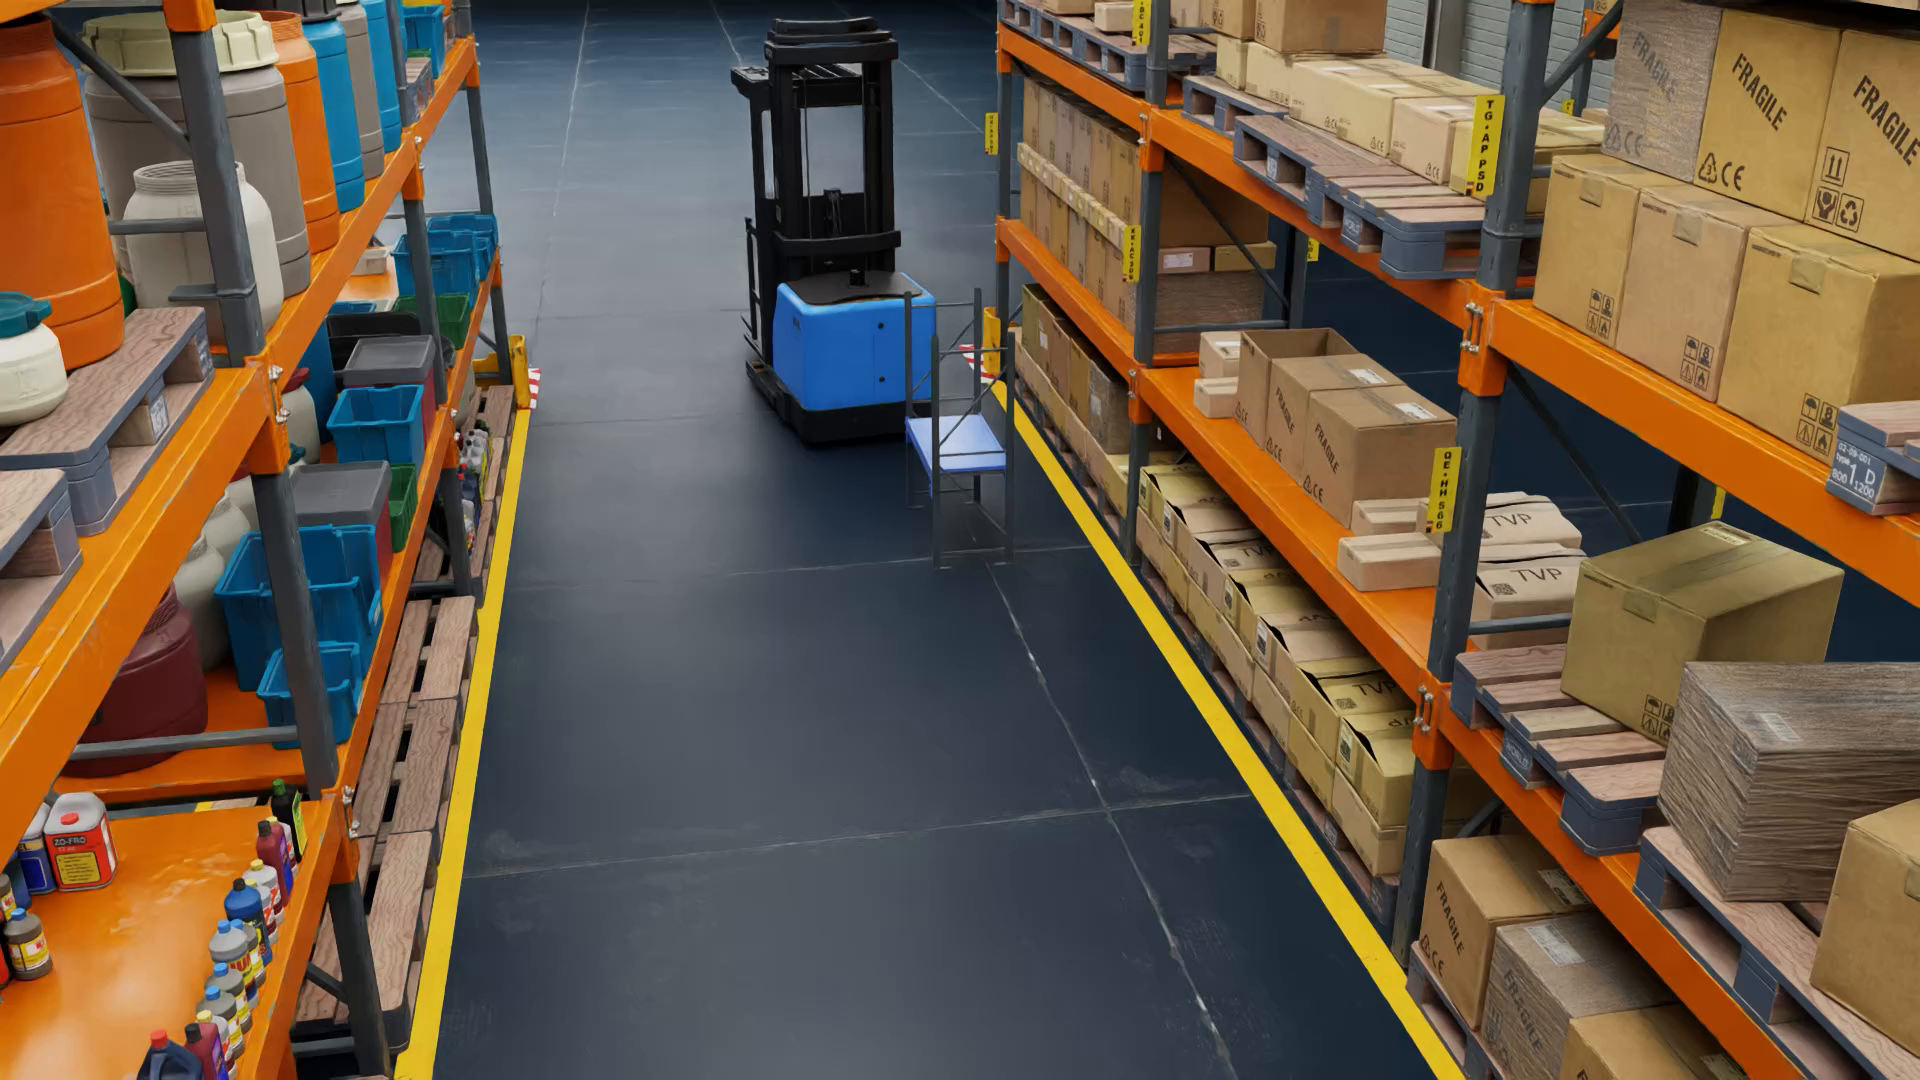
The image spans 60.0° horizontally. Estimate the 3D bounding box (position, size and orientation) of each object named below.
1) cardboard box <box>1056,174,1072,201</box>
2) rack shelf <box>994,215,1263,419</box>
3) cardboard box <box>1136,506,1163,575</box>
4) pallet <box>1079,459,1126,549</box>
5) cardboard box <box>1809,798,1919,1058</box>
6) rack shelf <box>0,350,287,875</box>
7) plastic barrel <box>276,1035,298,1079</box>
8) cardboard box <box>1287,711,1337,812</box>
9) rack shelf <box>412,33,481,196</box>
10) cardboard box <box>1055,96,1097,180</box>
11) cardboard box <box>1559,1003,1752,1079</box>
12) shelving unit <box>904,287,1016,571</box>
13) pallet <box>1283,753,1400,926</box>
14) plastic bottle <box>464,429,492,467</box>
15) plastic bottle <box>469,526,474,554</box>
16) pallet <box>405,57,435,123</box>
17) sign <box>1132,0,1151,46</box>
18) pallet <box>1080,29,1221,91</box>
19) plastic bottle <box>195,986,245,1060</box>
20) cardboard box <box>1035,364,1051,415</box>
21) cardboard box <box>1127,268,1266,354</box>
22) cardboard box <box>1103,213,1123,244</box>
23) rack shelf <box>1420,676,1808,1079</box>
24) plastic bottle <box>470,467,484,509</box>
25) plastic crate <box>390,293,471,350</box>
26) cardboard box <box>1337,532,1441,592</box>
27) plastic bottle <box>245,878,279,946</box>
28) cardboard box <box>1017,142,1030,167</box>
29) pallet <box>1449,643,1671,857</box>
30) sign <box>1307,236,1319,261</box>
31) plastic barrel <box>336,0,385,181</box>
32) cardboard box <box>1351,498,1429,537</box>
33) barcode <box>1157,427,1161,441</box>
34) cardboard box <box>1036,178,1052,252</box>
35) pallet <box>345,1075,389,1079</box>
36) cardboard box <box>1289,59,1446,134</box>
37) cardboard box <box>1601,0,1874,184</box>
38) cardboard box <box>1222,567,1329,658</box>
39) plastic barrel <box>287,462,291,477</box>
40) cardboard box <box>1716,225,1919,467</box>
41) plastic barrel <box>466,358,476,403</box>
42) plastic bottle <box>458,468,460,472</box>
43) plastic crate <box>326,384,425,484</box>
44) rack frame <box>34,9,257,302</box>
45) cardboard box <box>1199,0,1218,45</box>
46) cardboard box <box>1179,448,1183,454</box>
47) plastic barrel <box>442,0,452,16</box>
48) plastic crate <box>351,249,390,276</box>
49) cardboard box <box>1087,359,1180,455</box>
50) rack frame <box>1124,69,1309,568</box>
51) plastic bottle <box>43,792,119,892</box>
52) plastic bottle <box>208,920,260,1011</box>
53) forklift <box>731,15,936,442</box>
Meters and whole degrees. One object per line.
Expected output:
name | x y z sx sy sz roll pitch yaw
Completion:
cardboard box | 0.899 -2.502 11.796 0.380 0.149 0.250 -5 24 -10
rack shelf | 1.168 -1.719 11.838 1.077 0.370 4.000 -4 24 -10
cardboard box | 1.369 -0.018 9.953 0.500 0.250 0.500 -5 24 -11
pallet | 1.432 -0.300 11.174 1.003 0.211 1.213 -4 24 -10
cardboard box | 2.630 0.956 4.164 0.700 0.500 0.500 -11 26 -23
rack shelf | -2.221 0.418 3.196 1.077 0.370 4.000 -4 24 -10
plastic barrel | -2.484 1.669 5.367 0.600 0.830 0.708 -4 24 -10
cardboard box | 1.842 0.987 7.652 0.500 0.250 0.500 -5 24 -10
rack shelf | -3.700 -2.729 10.401 1.077 0.370 4.000 -4 24 -10
cardboard box | 1.078 -2.866 11.818 0.700 0.500 0.500 -4 24 -10
cardboard box | 2.271 1.858 5.321 0.500 0.500 0.500 -5 24 -10
shelving unit | -0.016 -0.721 10.527 0.538 1.500 1.048 -4 24 -10
pallet | 2.164 1.262 7.596 1.003 0.211 1.213 -4 24 -10
plastic bottle | -3.280 -0.633 11.305 0.152 0.276 0.135 -4 24 -9
plastic bottle | -2.978 -0.014 9.981 0.097 0.201 0.097 0 24 0
pallet | -3.560 -2.462 9.127 1.213 0.211 1.003 -4 24 -10
sign | 0.993 -2.868 9.077 0.100 0.325 0.005 -4 24 -10
pallet | 1.355 -2.930 10.074 1.003 0.211 1.213 -4 24 -10
plastic bottle | -1.943 1.262 4.361 0.097 0.201 0.097 0 24 0
cardboard box | 0.867 -1.147 12.540 0.500 0.250 0.500 -4 24 -10
cardboard box | 1.450 -1.482 10.271 0.700 0.500 0.500 -5 24 -11
cardboard box | 1.133 -2.000 10.646 0.380 0.149 0.250 -4 24 -10
rack shelf | 2.647 1.427 4.633 1.077 0.370 4.000 -4 24 -10
plastic bottle | -3.097 -0.344 10.635 0.061 0.283 0.133 -3 24 -7
plastic crate | -3.304 -1.355 10.369 0.450 0.188 0.662 -4 24 -10
cardboard box | 1.840 0.093 7.103 0.380 0.149 0.250 -4 24 -10
plastic bottle | -2.033 1.071 4.799 0.097 0.201 0.097 0 24 0
cardboard box | 0.659 -3.008 12.955 0.380 0.149 0.250 -4 24 -10
pallet | 2.472 0.660 5.730 1.213 0.211 1.003 -4 24 -10
sign | 2.069 -1.801 9.777 0.100 0.325 0.005 -4 24 -10
plastic barrel | -2.902 -2.060 7.345 0.600 0.901 0.600 0 24 0
cardboard box | 1.986 -0.071 7.479 0.380 0.149 0.250 -3 24 -6
barcode | 1.176 -0.627 9.812 0.001 0.075 0.075 -4 24 -10
cardboard box | 0.974 -2.491 12.580 0.700 0.500 0.500 -4 24 -8
pallet | -2.404 2.261 5.309 1.003 0.211 1.213 -4 24 -10
cardboard box | 1.831 -2.004 7.506 0.500 0.250 0.500 -6 24 -14
cardboard box | 2.352 -1.395 5.075 0.500 0.500 0.500 -4 24 -10
cardboard box | 1.655 0.334 8.448 0.500 0.311 0.500 -4 24 -8
plastic barrel | -3.234 -0.278 7.470 0.433 0.535 0.433 0 24 0
cardboard box | 2.582 -0.535 4.355 0.910 0.500 0.500 -4 24 -10
plastic barrel | -3.873 -1.270 12.493 0.421 0.512 0.421 0 24 0
plastic bottle | -3.171 -0.326 10.608 0.097 0.271 0.097 0 24 0
plastic crate | -2.821 -0.479 8.119 0.392 0.384 0.575 -4 24 -10
rack frame | -2.591 -2.073 4.253 1.000 3.000 0.127 -4 24 -10
cardboard box | 1.704 -3.157 9.658 0.500 0.500 0.500 -2 24 -5
cardboard box | 1.663 -0.597 11.279 0.500 0.250 0.500 -4 24 -10
plastic barrel | -3.856 -4.053 11.472 0.600 0.830 0.708 -4 24 -10
plastic crate | -4.221 -1.974 11.851 0.298 0.136 0.250 -4 24 -10
cardboard box | 1.156 -0.902 11.041 0.500 0.500 0.500 -4 24 -10
rack frame | 1.538 -1.262 9.892 1.000 3.000 0.127 -4 24 -10
plastic bottle | -2.679 0.916 5.060 0.152 0.276 0.135 -4 24 -10
plastic bottle | -1.979 1.153 4.522 0.097 0.271 0.097 0 24 0
forklift | -1.127 -2.626 13.100 1.130 2.935 3.031 -8 25 -18
